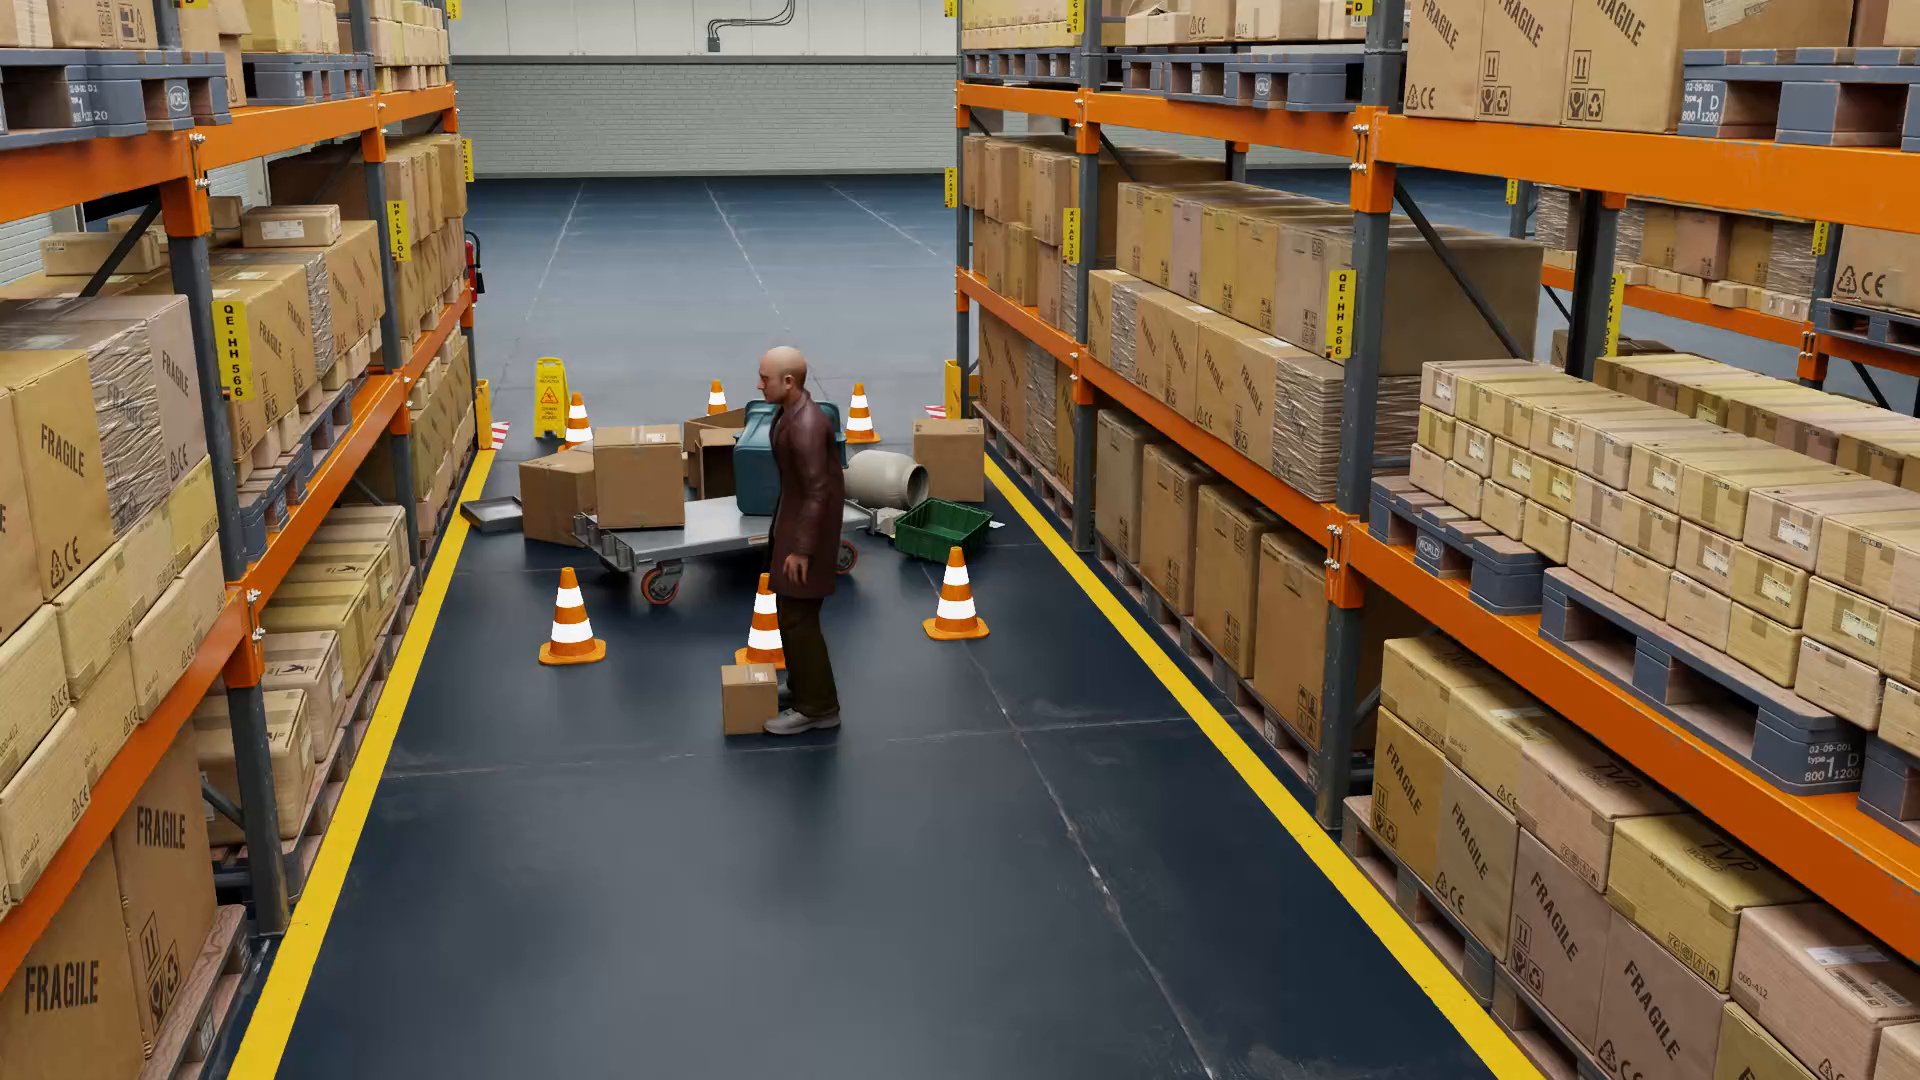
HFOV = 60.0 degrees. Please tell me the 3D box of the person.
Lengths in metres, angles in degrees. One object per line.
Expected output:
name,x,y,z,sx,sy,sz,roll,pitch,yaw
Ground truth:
person,-0.735,-0.005,7.578,0.417,1.774,0.656,-4,17,-13
